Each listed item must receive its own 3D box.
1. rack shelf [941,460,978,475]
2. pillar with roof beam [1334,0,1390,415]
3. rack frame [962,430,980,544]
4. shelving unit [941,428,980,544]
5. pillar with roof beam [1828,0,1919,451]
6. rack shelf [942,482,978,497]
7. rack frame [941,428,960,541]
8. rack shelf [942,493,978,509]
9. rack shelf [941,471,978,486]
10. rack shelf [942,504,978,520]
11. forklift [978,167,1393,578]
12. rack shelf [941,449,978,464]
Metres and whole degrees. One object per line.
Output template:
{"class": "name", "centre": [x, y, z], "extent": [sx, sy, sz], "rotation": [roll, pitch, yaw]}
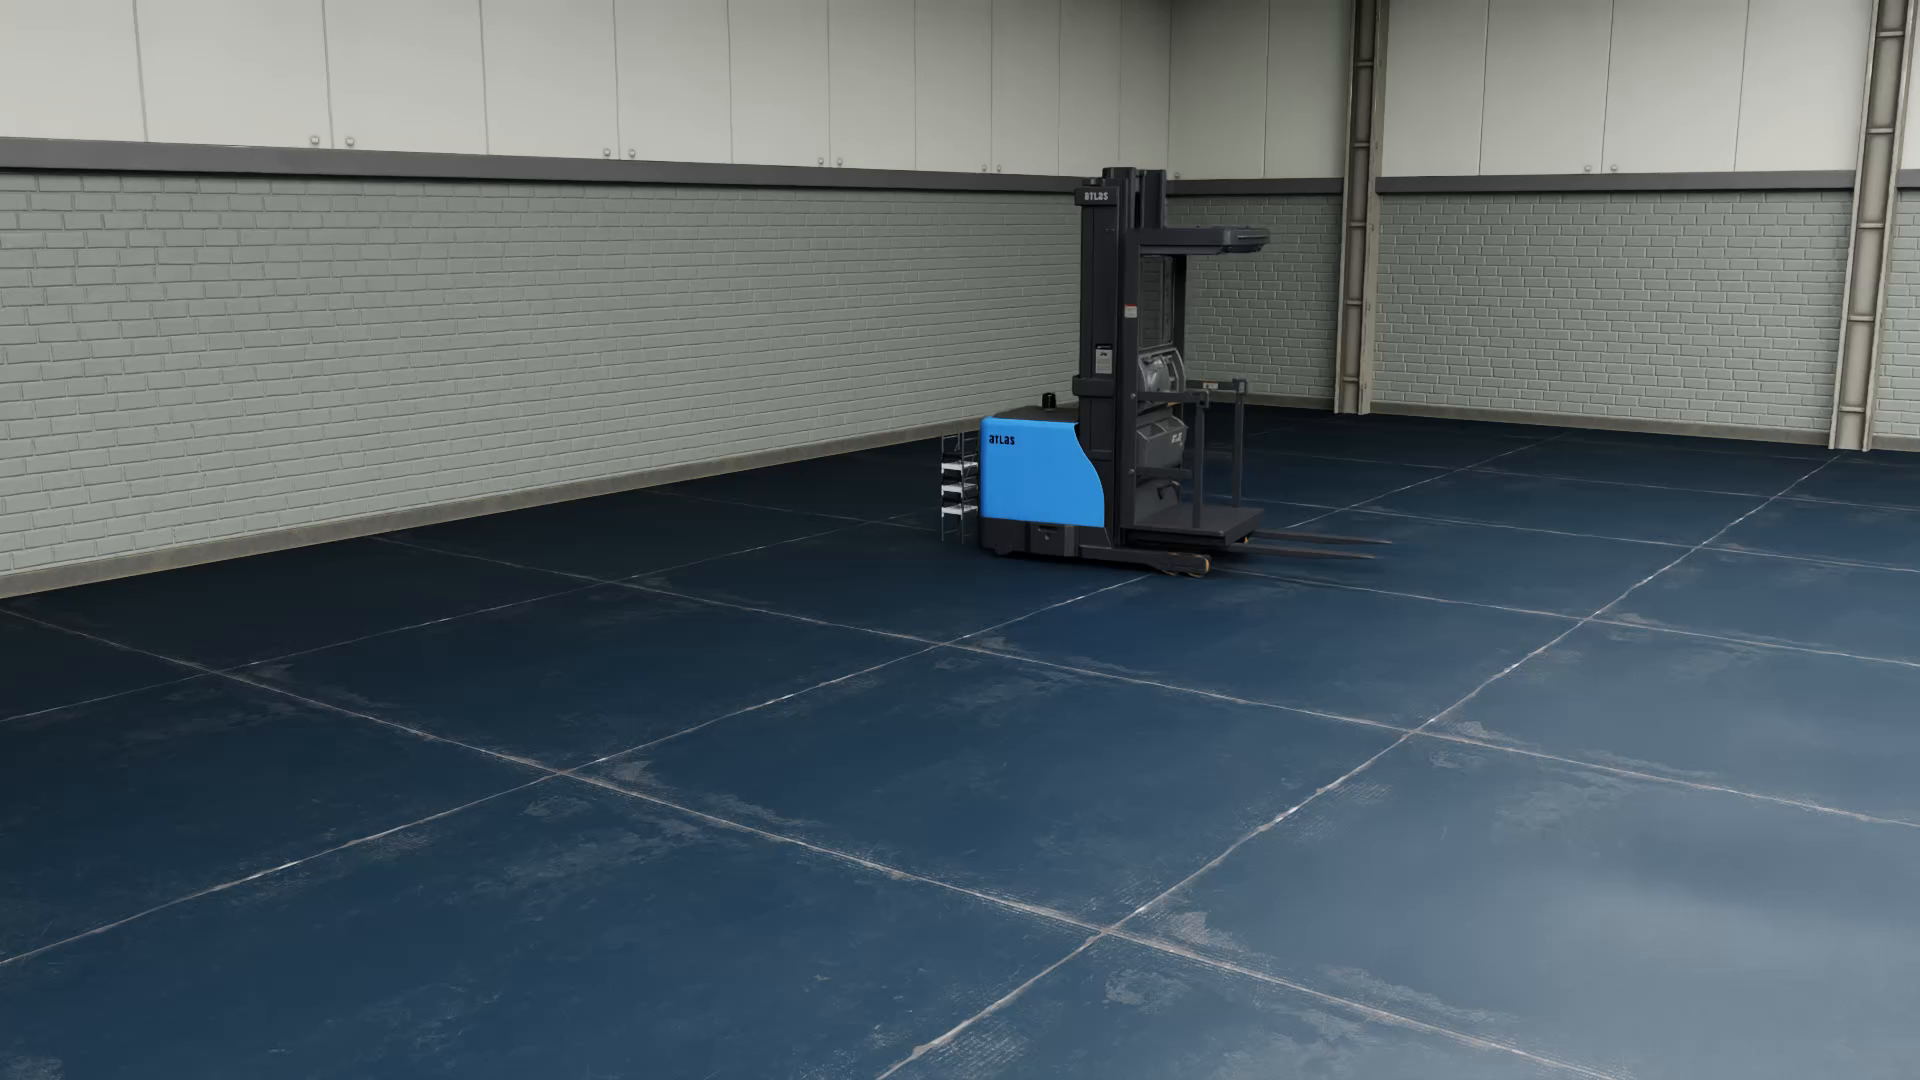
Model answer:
{"class": "rack shelf", "centre": [0.007, -0.585, 13.412], "extent": [0.200, 0.077, 0.258], "rotation": [8, 13, 36]}
{"class": "pillar with roof beam", "centre": [2.732, -5.474, 18.131], "extent": [0.400, 9.000, 9.100], "rotation": [8, 13, 36]}
{"class": "rack frame", "centre": [0.088, -0.429, 13.380], "extent": [0.006, 0.900, 0.240], "rotation": [8, 13, 36]}
{"class": "shelving unit", "centre": [0.007, -0.441, 13.439], "extent": [0.210, 0.900, 0.258], "rotation": [8, 13, 36]}
{"class": "pillar with roof beam", "centre": [7.568, -4.799, 14.644], "extent": [0.400, 9.000, 9.100], "rotation": [8, 13, 36]}
{"class": "rack shelf", "centre": [0.007, -0.408, 13.446], "extent": [0.200, 0.077, 0.258], "rotation": [8, 13, 36]}
{"class": "rack frame", "centre": [-0.075, -0.452, 13.499], "extent": [0.006, 0.900, 0.240], "rotation": [8, 13, 36]}
{"class": "rack shelf", "centre": [0.007, -0.320, 13.463], "extent": [0.200, 0.077, 0.258], "rotation": [8, 13, 36]}
{"class": "rack shelf", "centre": [0.007, -0.497, 13.429], "extent": [0.200, 0.077, 0.258], "rotation": [8, 13, 36]}
{"class": "rack shelf", "centre": [0.007, -0.231, 13.480], "extent": [0.200, 0.077, 0.258], "rotation": [8, 13, 36]}
{"class": "forklift", "centre": [1.697, -1.278, 12.419], "extent": [3.031, 2.935, 1.130], "rotation": [5, 12, 25]}
{"class": "rack shelf", "centre": [0.007, -0.673, 13.395], "extent": [0.200, 0.077, 0.258], "rotation": [8, 13, 36]}
